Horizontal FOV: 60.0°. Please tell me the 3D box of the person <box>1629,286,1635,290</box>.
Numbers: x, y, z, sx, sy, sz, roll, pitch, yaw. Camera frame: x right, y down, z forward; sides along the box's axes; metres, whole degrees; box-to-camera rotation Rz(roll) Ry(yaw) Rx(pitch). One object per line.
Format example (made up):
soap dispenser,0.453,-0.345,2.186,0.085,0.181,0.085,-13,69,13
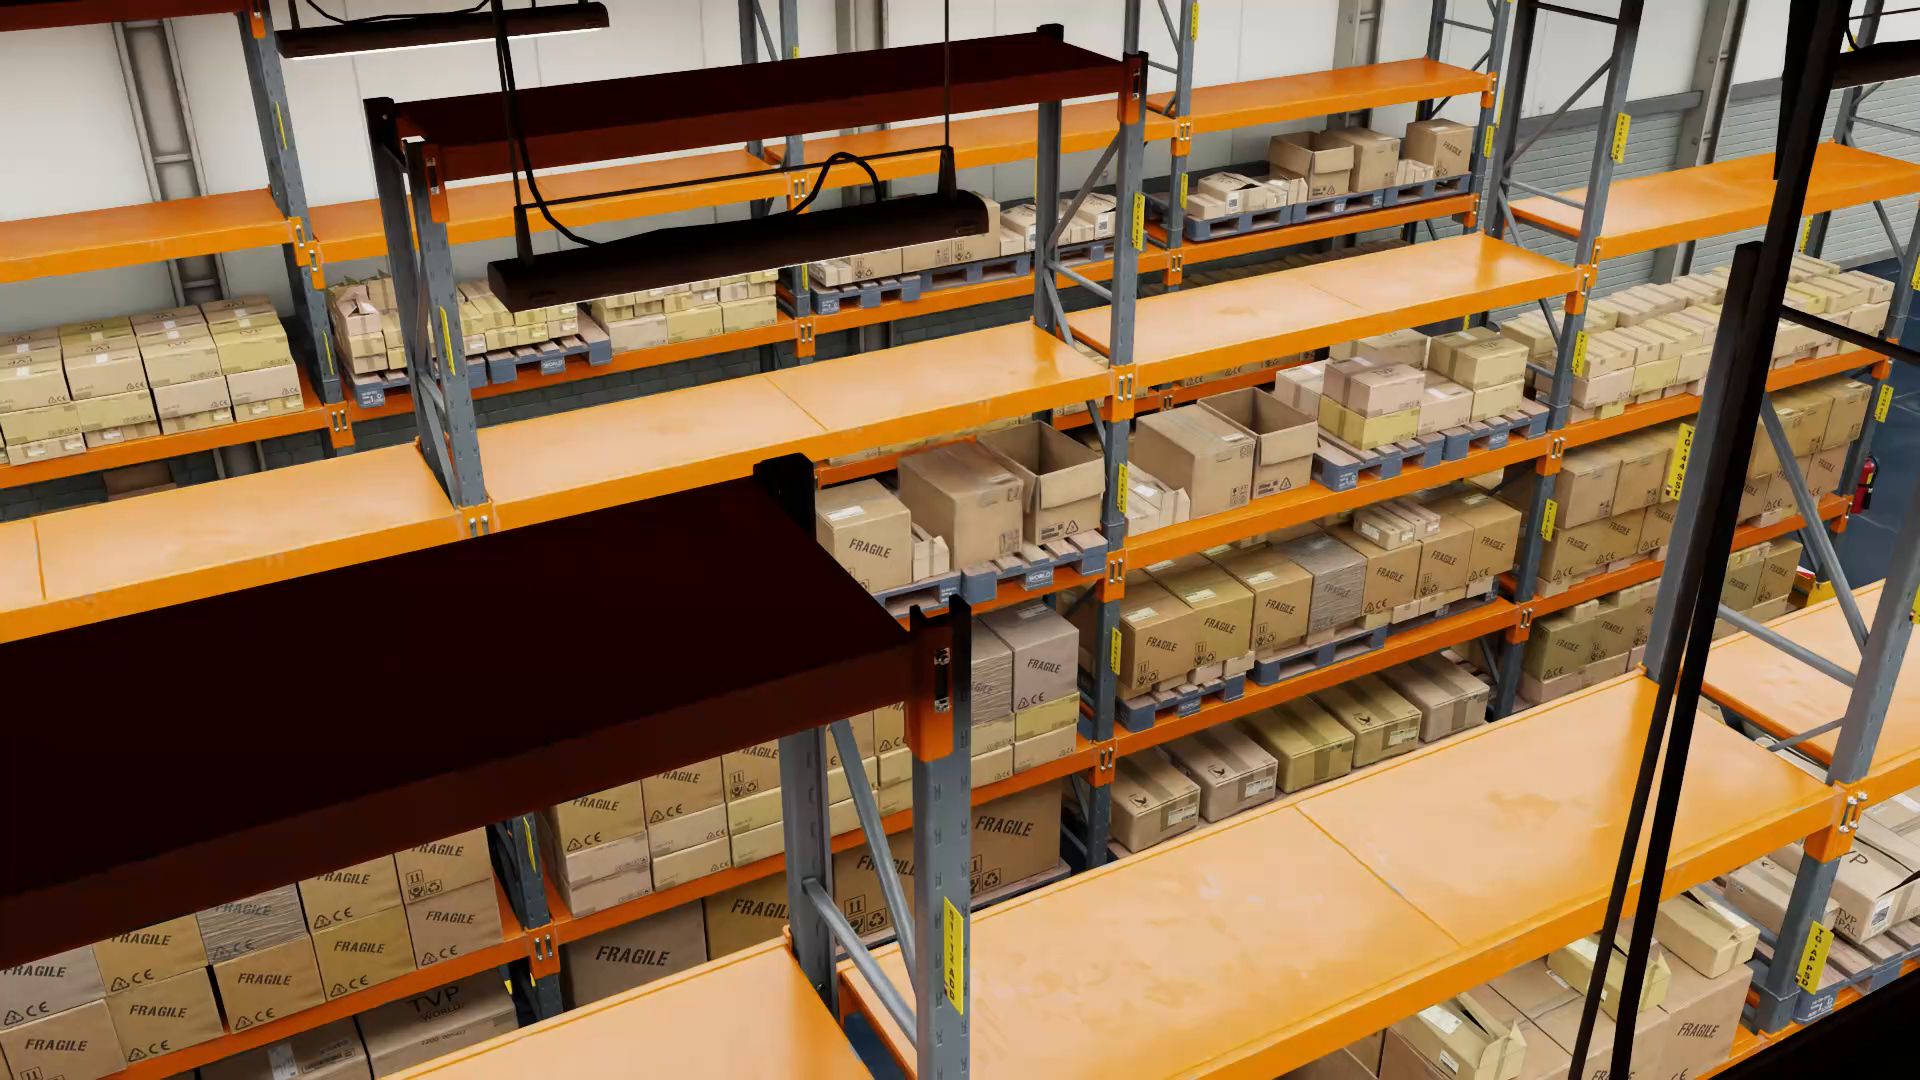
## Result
person,7.552,-2.097,19.101,0.630,1.748,0.597,-7,29,-14
